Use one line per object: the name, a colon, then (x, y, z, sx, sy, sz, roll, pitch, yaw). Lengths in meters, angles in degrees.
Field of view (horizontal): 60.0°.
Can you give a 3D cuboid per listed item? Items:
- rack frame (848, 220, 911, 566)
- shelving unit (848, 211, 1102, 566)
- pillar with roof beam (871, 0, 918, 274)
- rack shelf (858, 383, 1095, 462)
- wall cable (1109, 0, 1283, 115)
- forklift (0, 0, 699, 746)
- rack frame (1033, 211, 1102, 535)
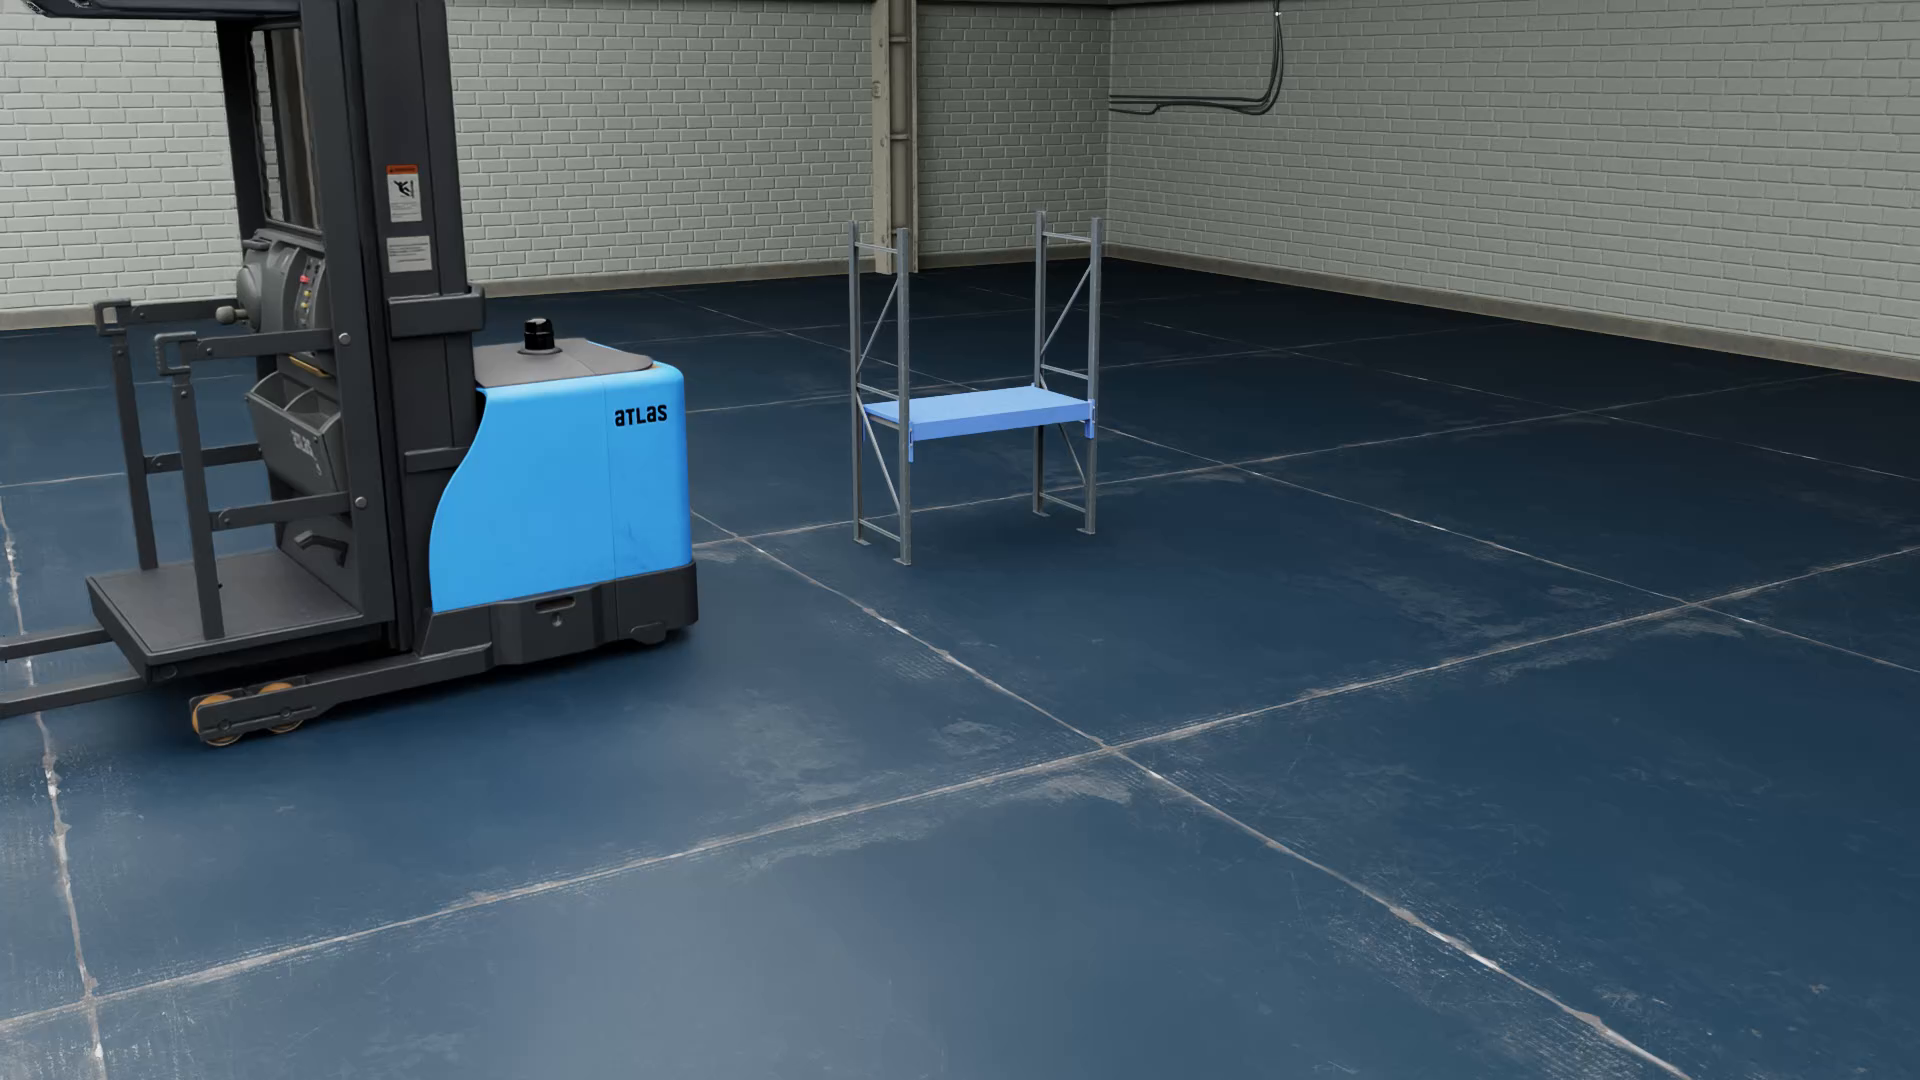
rack frame: (-0.363, -0.663, 7.498, 0.032, 1.500, 0.500, -9, 18, -30)
shelving unit: (0.073, -0.734, 7.750, 1.048, 1.500, 0.538, -9, 18, -30)
pillar with roof beam: (1.506, -6.335, 13.838, 0.400, 9.000, 9.100, -9, 18, -30)
rack shelf: (0.073, -0.561, 7.798, 1.000, 0.185, 0.538, -9, 18, -30)
wall cable: (2.496, -5.940, 18.180, 0.112, 2.526, 3.097, -9, 18, -30)
forklift: (-2.515, -0.893, 5.666, 3.031, 2.935, 1.130, -11, 19, -35)
rack frame: (0.509, -0.805, 8.002, 0.032, 1.500, 0.500, -9, 18, -30)
